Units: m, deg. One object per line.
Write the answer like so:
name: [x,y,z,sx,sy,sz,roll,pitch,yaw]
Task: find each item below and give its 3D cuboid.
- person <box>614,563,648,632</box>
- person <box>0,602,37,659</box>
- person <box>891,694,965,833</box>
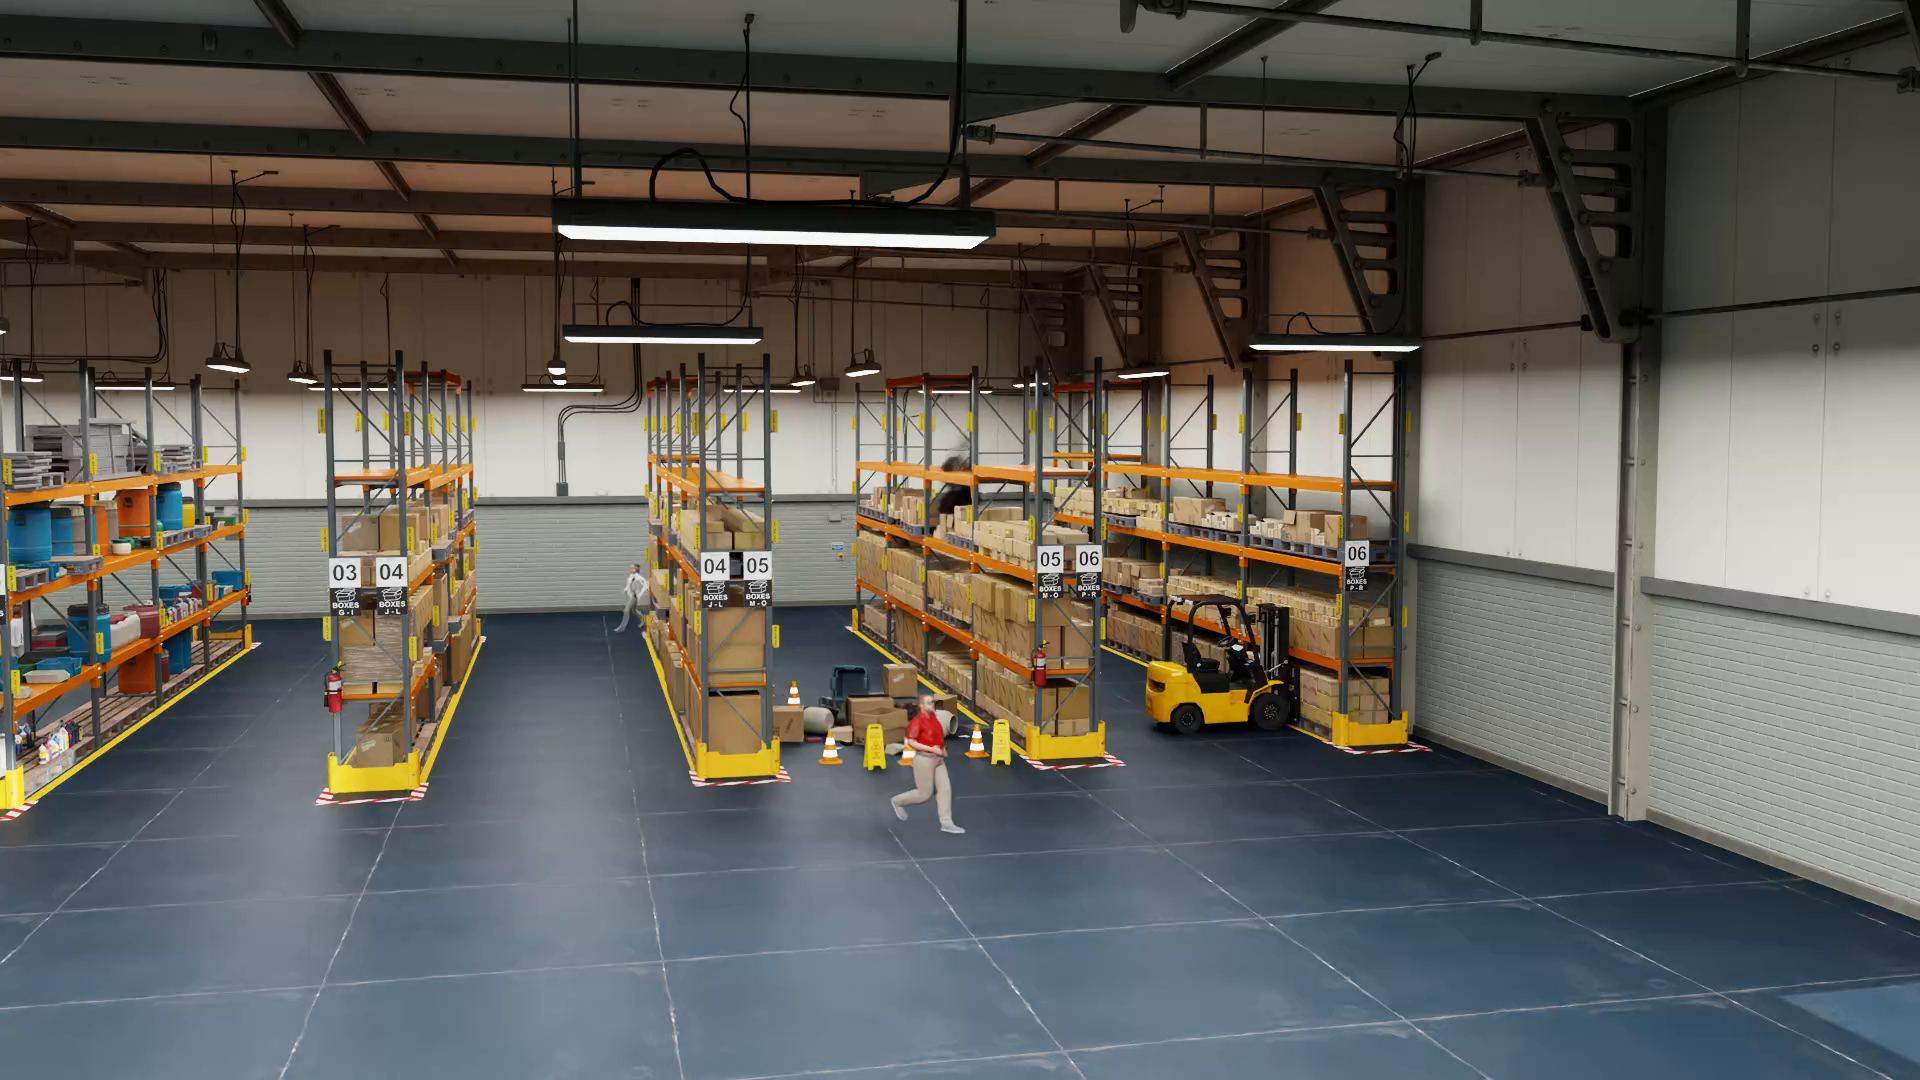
person: [-7.861,1.373,40.044,0.918,1.670,0.677,-3,5,-35]
person: [-17.687,1.971,31.155,0.687,1.722,0.577,-2,4,-27]
person: [-0.369,2.730,20.409,0.979,1.693,0.678,3,5,33]
